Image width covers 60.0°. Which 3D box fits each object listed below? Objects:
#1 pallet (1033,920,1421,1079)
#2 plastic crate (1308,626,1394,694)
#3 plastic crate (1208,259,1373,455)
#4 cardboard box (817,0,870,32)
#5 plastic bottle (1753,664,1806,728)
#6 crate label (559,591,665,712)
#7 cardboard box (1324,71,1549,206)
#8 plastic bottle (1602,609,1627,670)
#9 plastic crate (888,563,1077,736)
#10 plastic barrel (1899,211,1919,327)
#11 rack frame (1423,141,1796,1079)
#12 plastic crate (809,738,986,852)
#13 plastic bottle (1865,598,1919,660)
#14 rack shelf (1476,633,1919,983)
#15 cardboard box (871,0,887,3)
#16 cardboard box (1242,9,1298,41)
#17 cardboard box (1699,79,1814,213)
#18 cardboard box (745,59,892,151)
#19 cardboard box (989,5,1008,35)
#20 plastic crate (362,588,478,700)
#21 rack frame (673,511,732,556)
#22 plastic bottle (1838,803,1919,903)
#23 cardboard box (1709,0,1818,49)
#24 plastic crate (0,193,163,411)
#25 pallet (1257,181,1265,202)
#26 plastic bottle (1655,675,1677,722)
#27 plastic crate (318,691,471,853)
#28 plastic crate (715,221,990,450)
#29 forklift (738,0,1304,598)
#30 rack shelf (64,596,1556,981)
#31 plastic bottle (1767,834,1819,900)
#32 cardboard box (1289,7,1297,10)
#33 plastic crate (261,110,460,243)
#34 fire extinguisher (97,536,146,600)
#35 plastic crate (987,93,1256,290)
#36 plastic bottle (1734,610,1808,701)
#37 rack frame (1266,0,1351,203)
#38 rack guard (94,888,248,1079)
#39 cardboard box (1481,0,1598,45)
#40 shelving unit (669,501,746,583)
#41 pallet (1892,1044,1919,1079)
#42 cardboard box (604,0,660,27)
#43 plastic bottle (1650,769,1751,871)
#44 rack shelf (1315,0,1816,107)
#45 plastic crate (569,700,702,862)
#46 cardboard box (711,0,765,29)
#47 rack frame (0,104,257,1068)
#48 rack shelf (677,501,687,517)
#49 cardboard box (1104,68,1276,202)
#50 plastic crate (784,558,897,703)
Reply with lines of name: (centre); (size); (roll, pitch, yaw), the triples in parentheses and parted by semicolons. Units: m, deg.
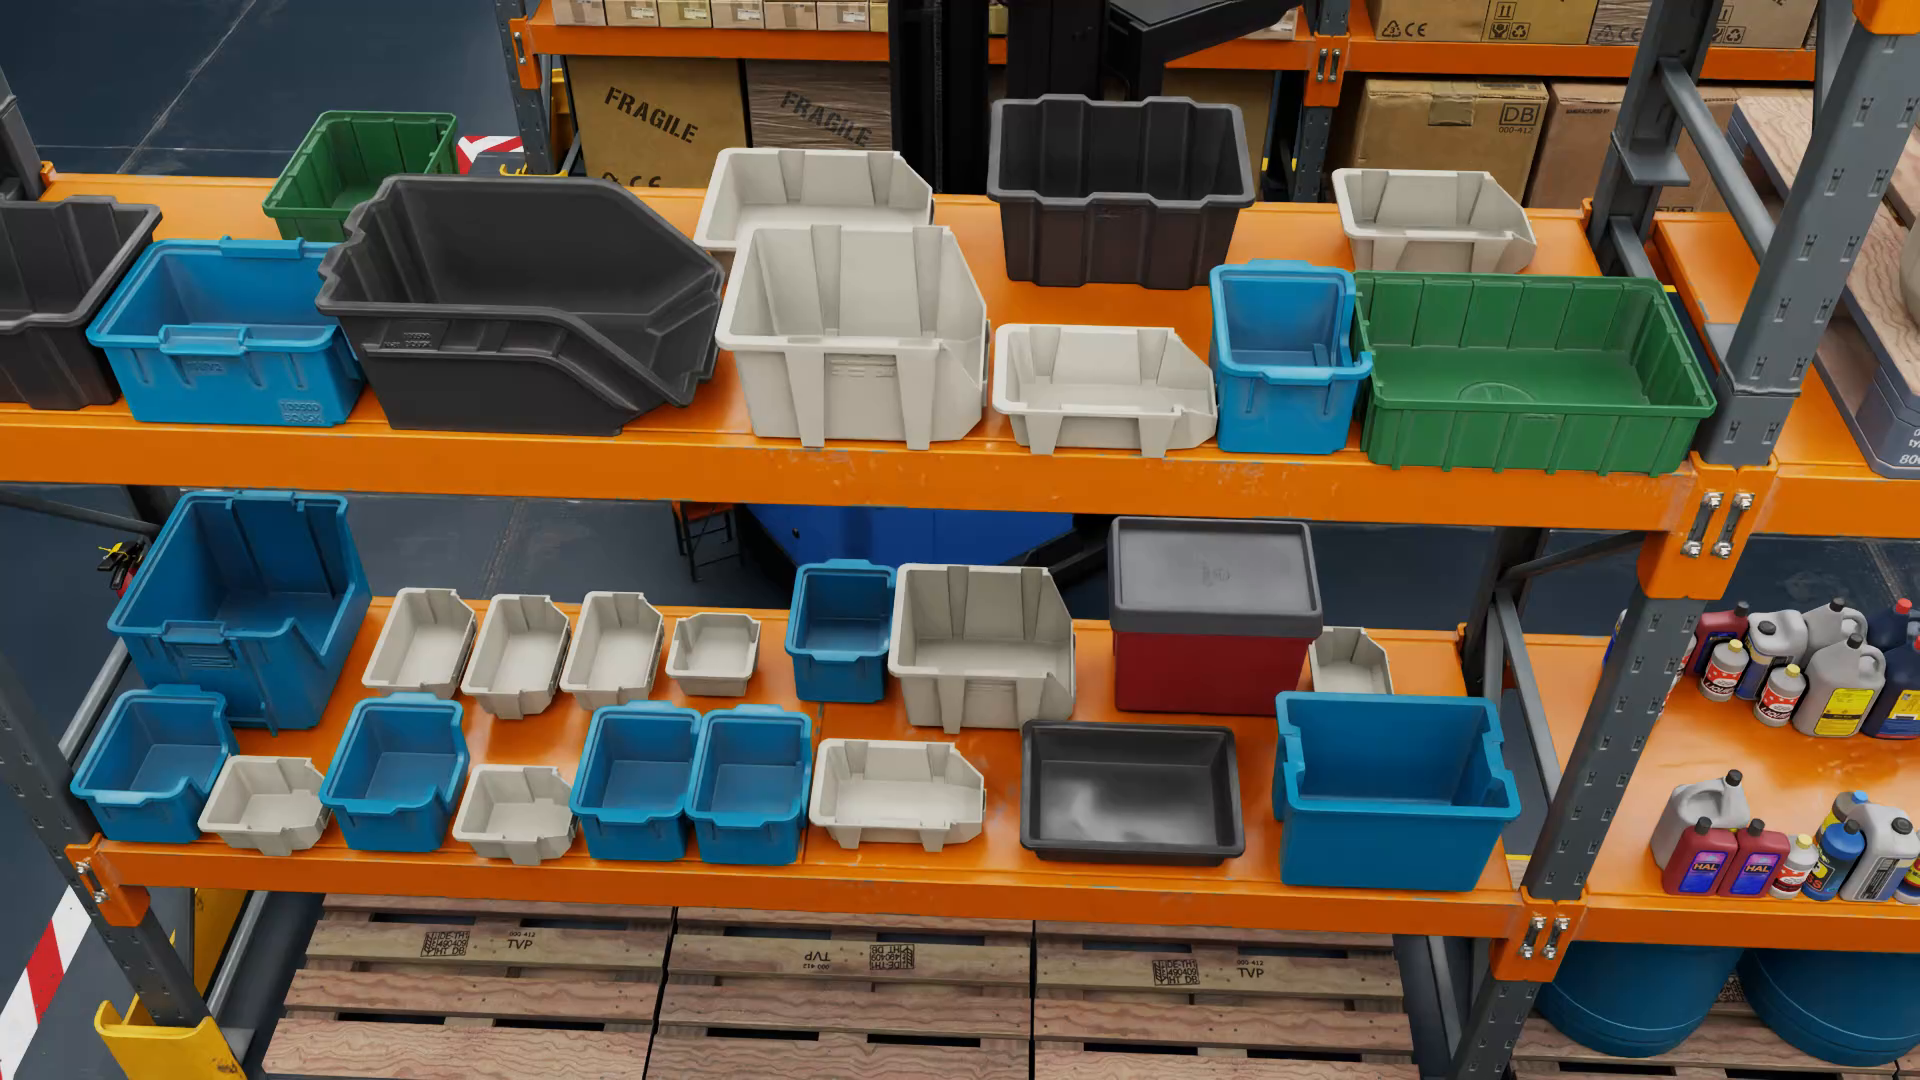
pallet: (0.854, 1.502, 5.568); (1.213, 0.211, 1.003); (2, 43, 2)
plastic crate: (1.132, 0.441, 4.811); (0.243, 0.136, 0.396); (2, 43, 2)
plastic crate: (0.667, -0.369, 3.453); (0.300, 0.233, 0.416); (2, 43, 2)
cardboard box: (-0.558, -2.652, 8.166); (0.250, 0.149, 0.380); (1, 43, 1)
plastic bottle: (2.377, 0.440, 4.809); (0.097, 0.201, 0.097); (0, 43, 0)
crate label: (-1.014, 0.342, 4.917); (0.243, 0.136, 0.396); (2, 43, 2)
cardboard box: (2.454, -2.265, 8.816); (0.875, 0.875, 1.225); (2, 43, 2)
plastic bottle: (1.999, 0.316, 4.887); (0.135, 0.276, 0.152); (2, 43, 2)
plastic crate: (0.073, 0.327, 4.826); (0.530, 0.282, 0.437); (2, 43, 2)
plastic barrel: (2.105, -0.636, 3.209); (0.433, 0.535, 0.433); (0, 43, 0)
rack frame: (1.591, 0.478, 4.621); (0.127, 3.000, 1.000); (2, 43, 2)
plastic crate: (-0.163, 0.704, 4.528); (0.466, 0.136, 0.293); (2, 43, 2)
plastic bottle: (2.708, 0.307, 4.841); (0.185, 0.351, 0.144); (2, 43, 2)
rack shelf: (3.589, 0.803, 4.801); (4.000, 0.370, 1.077); (2, 43, 2)
cardboard box: (-0.172, -2.831, 8.065); (0.500, 0.250, 0.500); (1, 43, 1)
cardboard box: (1.494, -2.589, 8.098); (0.250, 0.149, 0.380); (2, 43, 2)
cardboard box: (4.231, -2.216, 8.764); (0.875, 0.875, 1.225); (2, 43, 2)
cardboard box: (-0.630, -2.400, 8.962); (0.875, 0.875, 0.875); (2, 43, 2)
cardboard box: (0.210, -2.628, 8.140); (0.250, 0.149, 0.380); (1, 43, 1)
plastic crate: (-1.583, 0.332, 4.928); (0.243, 0.136, 0.396); (2, 43, 2)
rack frame: (-1.114, -0.400, 6.881); (0.240, 1.200, 0.006); (-17, 46, -17)
plastic bottle: (2.401, 0.809, 4.358); (0.135, 0.276, 0.152); (2, 43, 2)
cardboard box: (3.780, -2.704, 7.964); (0.500, 0.500, 0.500); (3, 43, 3)
plastic crate: (-2.033, -0.493, 3.559); (0.590, 0.269, 0.497); (2, 43, 2)
pallet: (1.058, -1.951, 9.275); (1.213, 0.211, 1.003); (2, 43, 2)
plastic bottle: (2.012, 0.428, 4.821); (0.097, 0.201, 0.097); (0, 43, 0)
plastic crate: (-1.516, 0.647, 4.519); (0.300, 0.233, 0.416); (2, 43, 2)
plastic crate: (-0.205, -0.421, 3.472); (0.530, 0.282, 0.437); (2, 43, 2)
forklift: (0.549, -1.353, 6.637); (3.031, 2.935, 1.130); (-25, 49, -25)
rack shelf: (-0.407, 0.680, 4.933); (4.000, 0.370, 1.077); (2, 43, 2)
plastic bottle: (2.187, 0.848, 4.370); (0.097, 0.201, 0.097); (0, 43, 0)
cardboard box: (1.361, -2.783, 8.014); (0.500, 0.250, 0.500); (1, 43, 1)
plastic crate: (-1.407, -0.829, 3.979); (0.336, 0.188, 0.450); (2, 43, 2)
fire extinguisher: (-2.536, 0.206, 5.244); (0.183, 0.674, 0.296); (2, 43, 2)
plastic crate: (0.362, -0.796, 3.885); (0.590, 0.269, 0.497); (2, 43, 2)
plastic bottle: (2.364, 0.327, 4.875); (0.135, 0.276, 0.152); (2, 43, 2)
rack frame: (1.814, -2.894, 8.242); (0.127, 3.000, 1.000); (2, 43, 2)
rack guard: (-2.430, 1.278, 5.597); (0.348, 0.500, 1.175); (2, 43, 2)
cardboard box: (2.764, -2.732, 7.994); (0.500, 0.500, 0.500); (2, 43, 2)
shelving unit: (-1.076, -0.343, 6.820); (0.258, 1.200, 0.189); (-17, 46, -17)
pallet: (3.581, 1.586, 5.478); (1.213, 0.211, 1.003); (2, 43, 2)
cardboard box: (-1.586, -2.683, 8.199); (0.250, 0.149, 0.380); (1, 43, 1)
plastic bottle: (1.968, 0.729, 4.388); (0.185, 0.351, 0.144); (2, 43, 2)
rack shelf: (3.812, -2.570, 8.421); (4.000, 0.370, 1.077); (2, 43, 2)
plastic crate: (-0.858, 0.667, 4.498); (0.300, 0.233, 0.416); (2, 43, 2)
cardboard box: (-1.070, -2.668, 8.183); (0.250, 0.149, 0.380); (1, 43, 1)
rack frame: (-2.405, 0.355, 4.753); (0.127, 3.000, 1.000); (2, 43, 2)
rack shelf: (-1.076, -0.224, 6.934); (0.258, 0.103, 0.180); (-17, 46, -17)
cardboard box: (1.158, -2.345, 8.903); (0.875, 0.875, 0.875); (2, 43, 2)
plastic crate: (-0.342, 0.283, 4.910); (0.300, 0.233, 0.416); (2, 43, 2)
